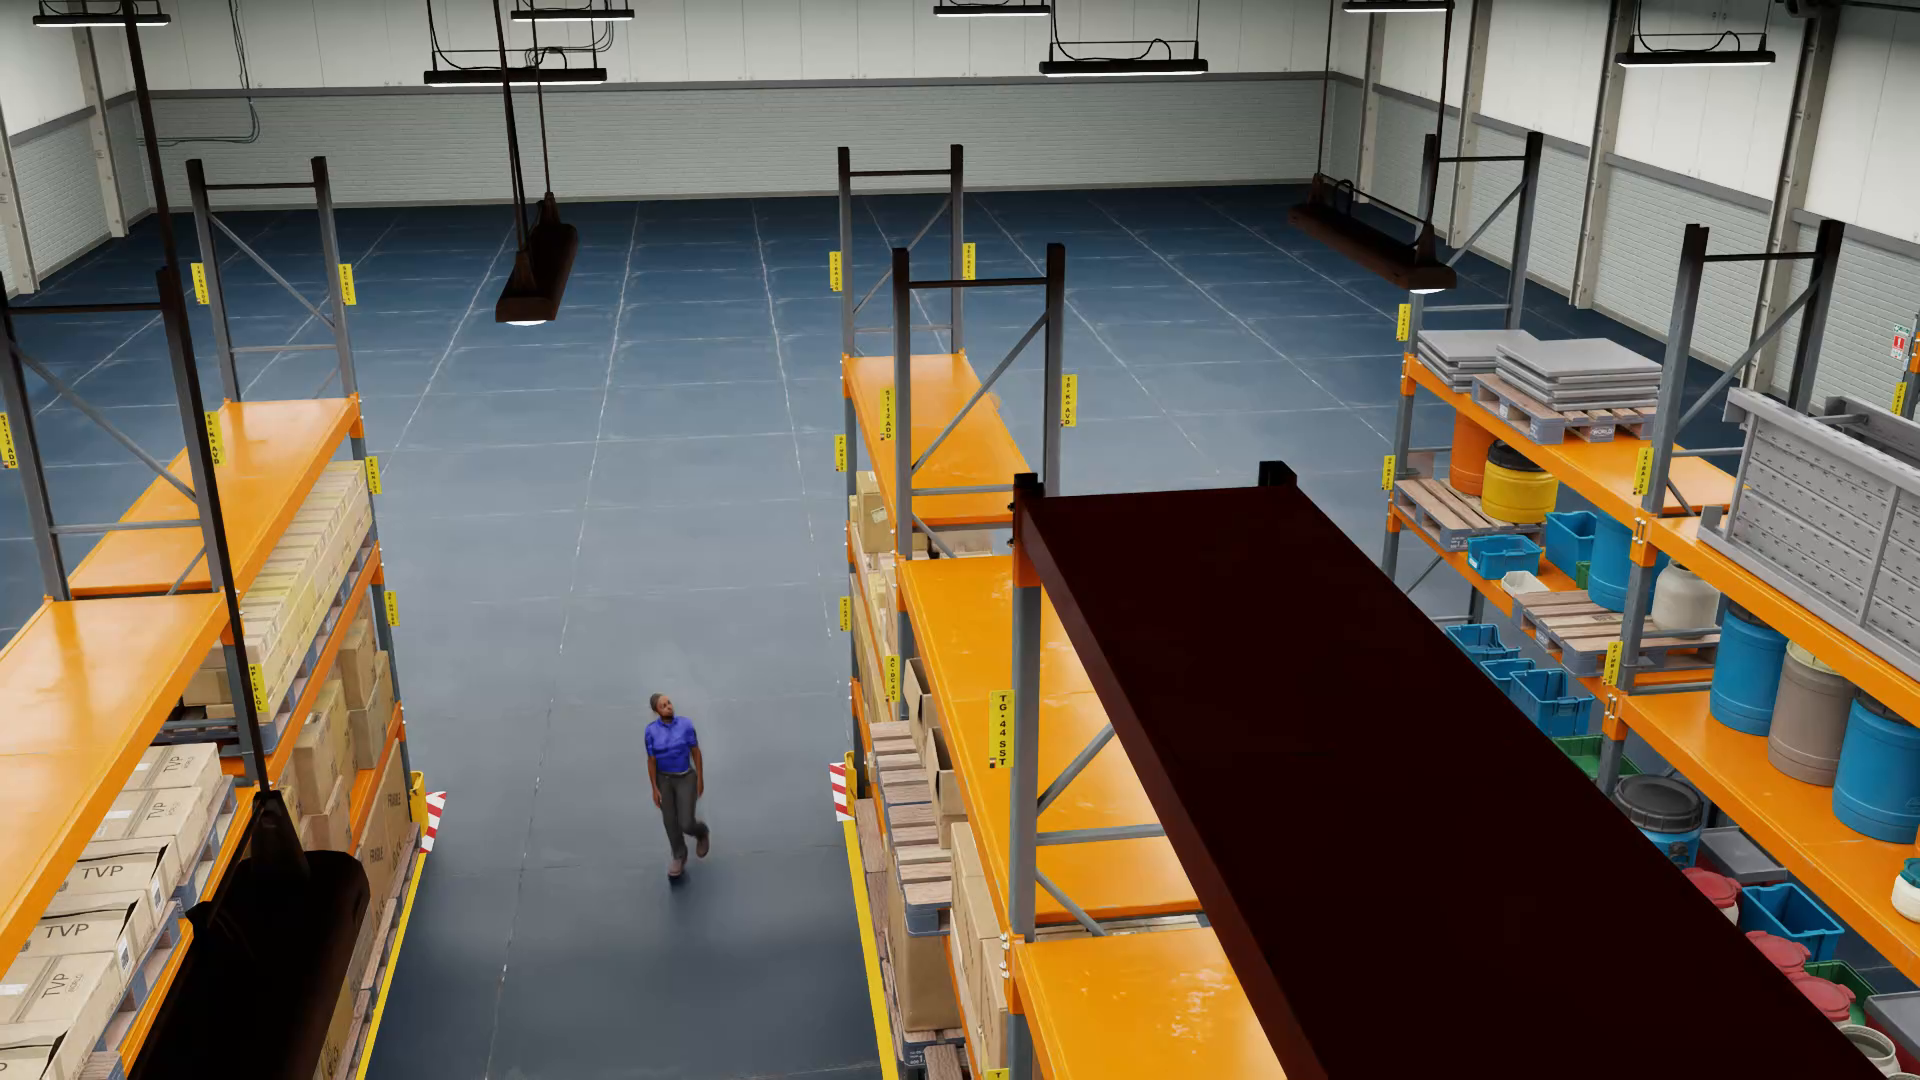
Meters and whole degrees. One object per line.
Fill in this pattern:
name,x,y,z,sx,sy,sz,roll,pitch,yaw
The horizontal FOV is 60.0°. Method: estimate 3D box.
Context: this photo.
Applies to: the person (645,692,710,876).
person,-2.425,2.091,14.209,0.462,1.559,0.508,7,23,17
